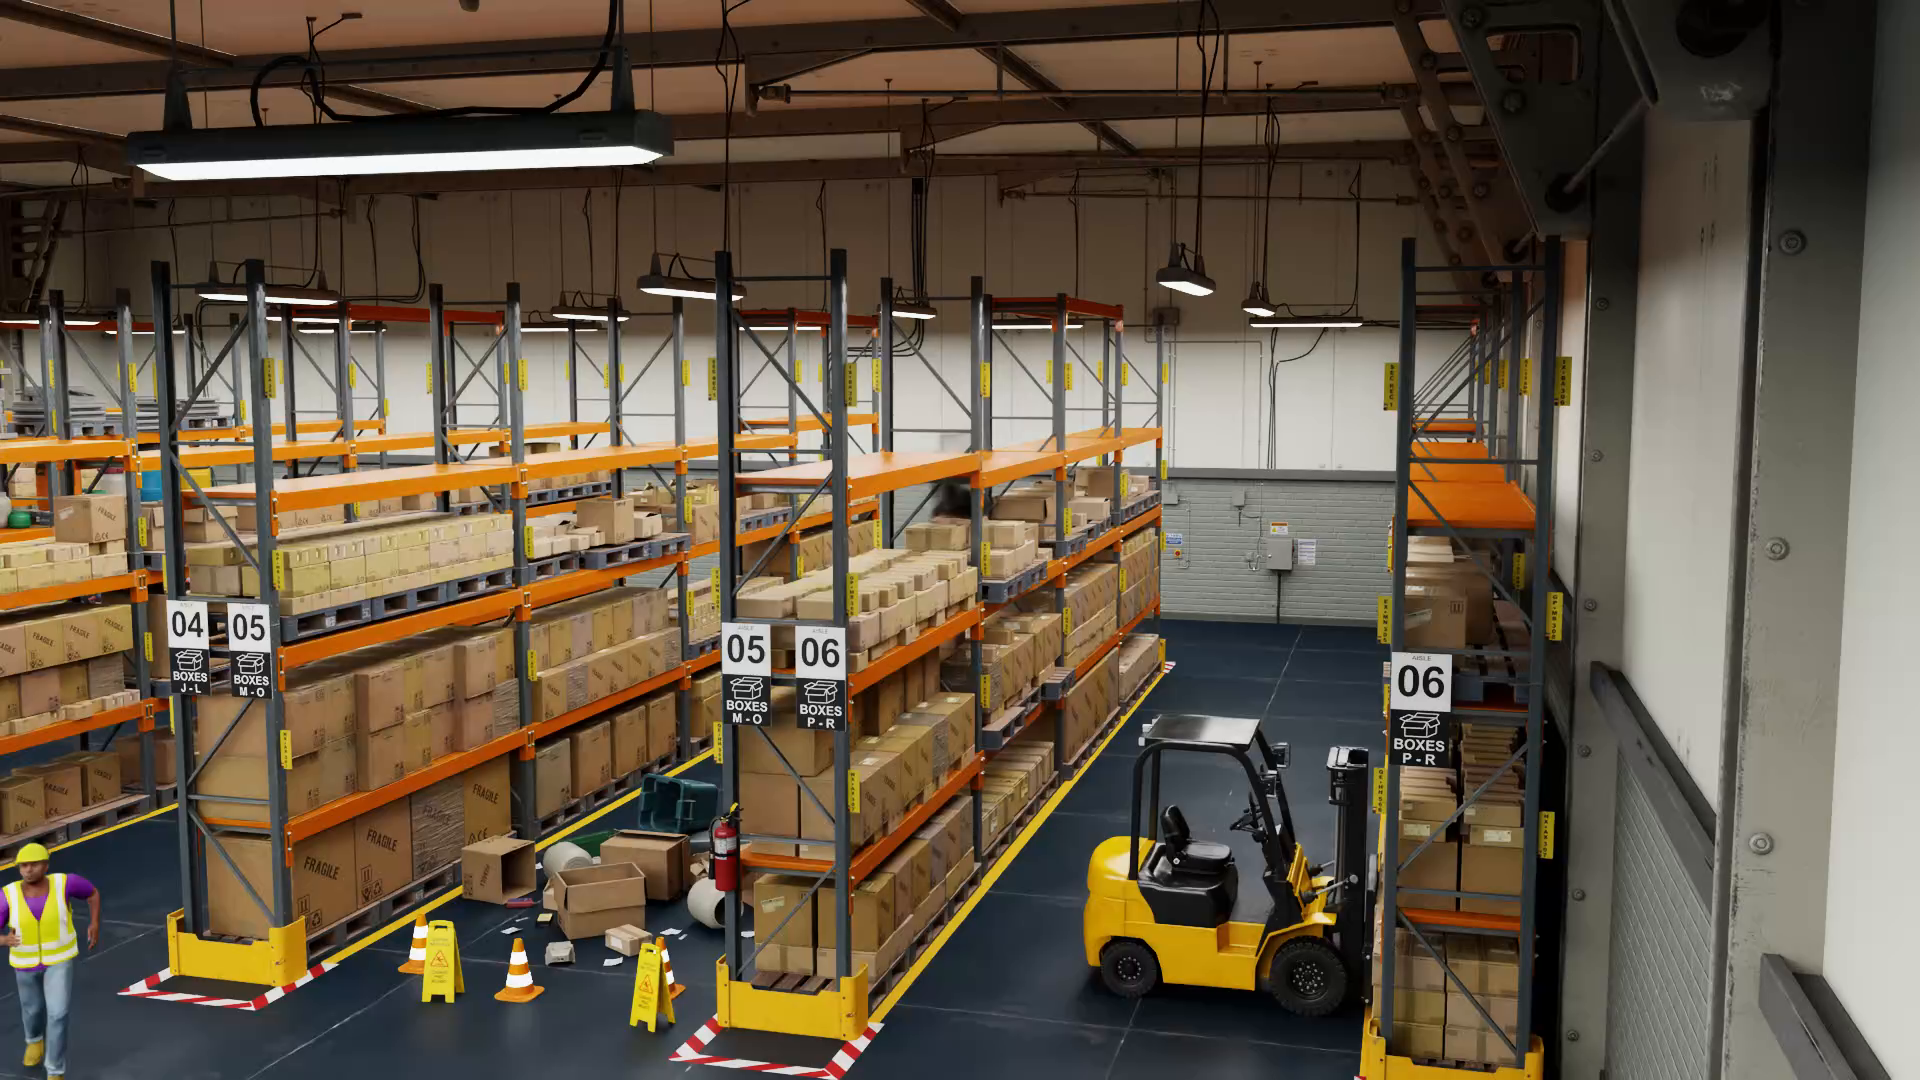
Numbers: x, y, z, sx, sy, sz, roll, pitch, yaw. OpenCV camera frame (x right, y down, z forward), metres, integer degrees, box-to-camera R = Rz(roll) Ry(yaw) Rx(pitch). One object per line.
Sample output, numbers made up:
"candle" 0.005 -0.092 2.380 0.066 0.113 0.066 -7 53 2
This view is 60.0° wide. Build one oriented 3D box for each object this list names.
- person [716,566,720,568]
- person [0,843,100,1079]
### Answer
"person" -4.086 1.305 28.374 0.721 1.766 0.868 2 6 21
"person" -6.559 3.035 11.925 0.712 1.817 0.910 -2 7 -22
